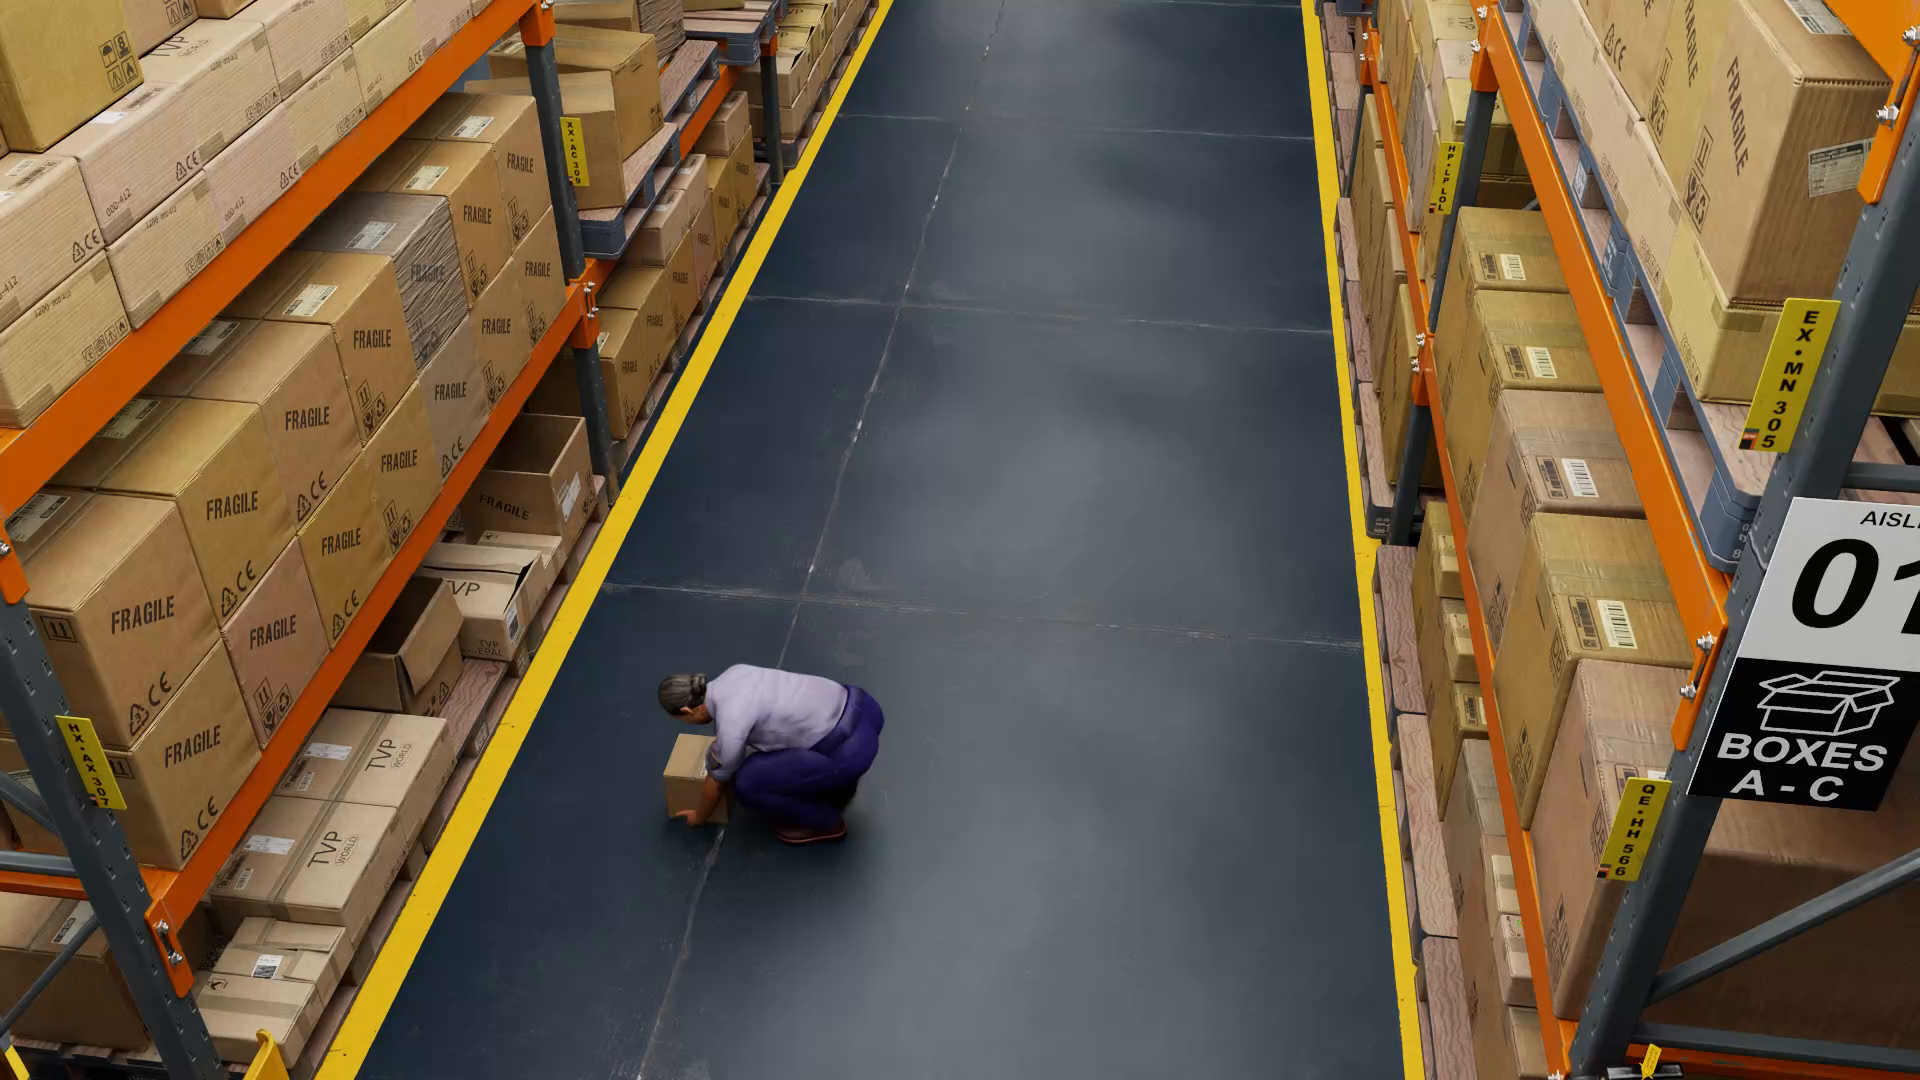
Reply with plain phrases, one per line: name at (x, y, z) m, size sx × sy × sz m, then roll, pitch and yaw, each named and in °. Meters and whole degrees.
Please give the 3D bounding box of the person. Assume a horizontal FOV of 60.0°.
person at (-0.751, 0.829, 6.717) m, size 0.874 × 0.761 × 0.510 m, roll 4°, pitch 37°, yaw 5°
